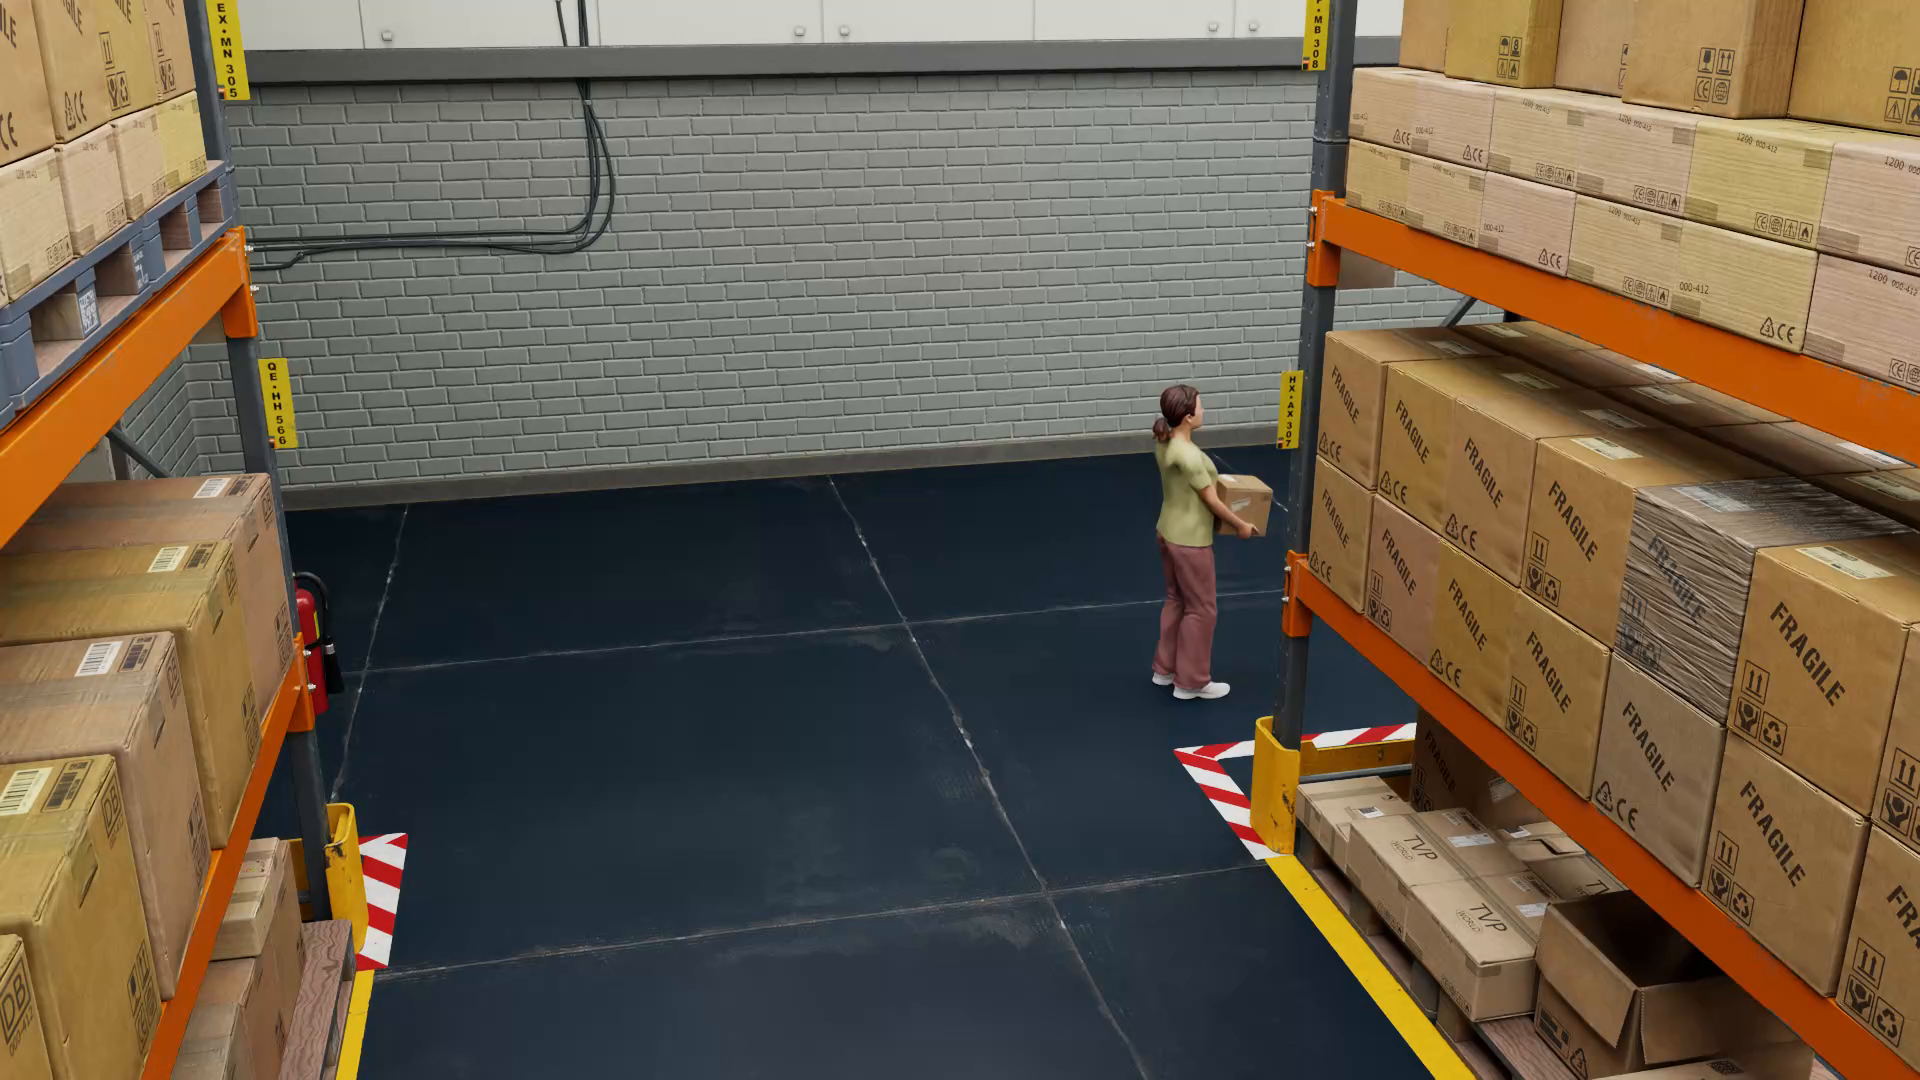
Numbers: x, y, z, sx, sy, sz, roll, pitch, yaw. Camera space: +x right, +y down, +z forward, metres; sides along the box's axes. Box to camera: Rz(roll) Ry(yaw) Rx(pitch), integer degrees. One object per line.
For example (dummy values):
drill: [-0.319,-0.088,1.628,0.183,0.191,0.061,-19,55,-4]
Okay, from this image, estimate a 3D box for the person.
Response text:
person: [1.228,0.007,8.573,0.549,1.665,0.426,-4,20,-12]
